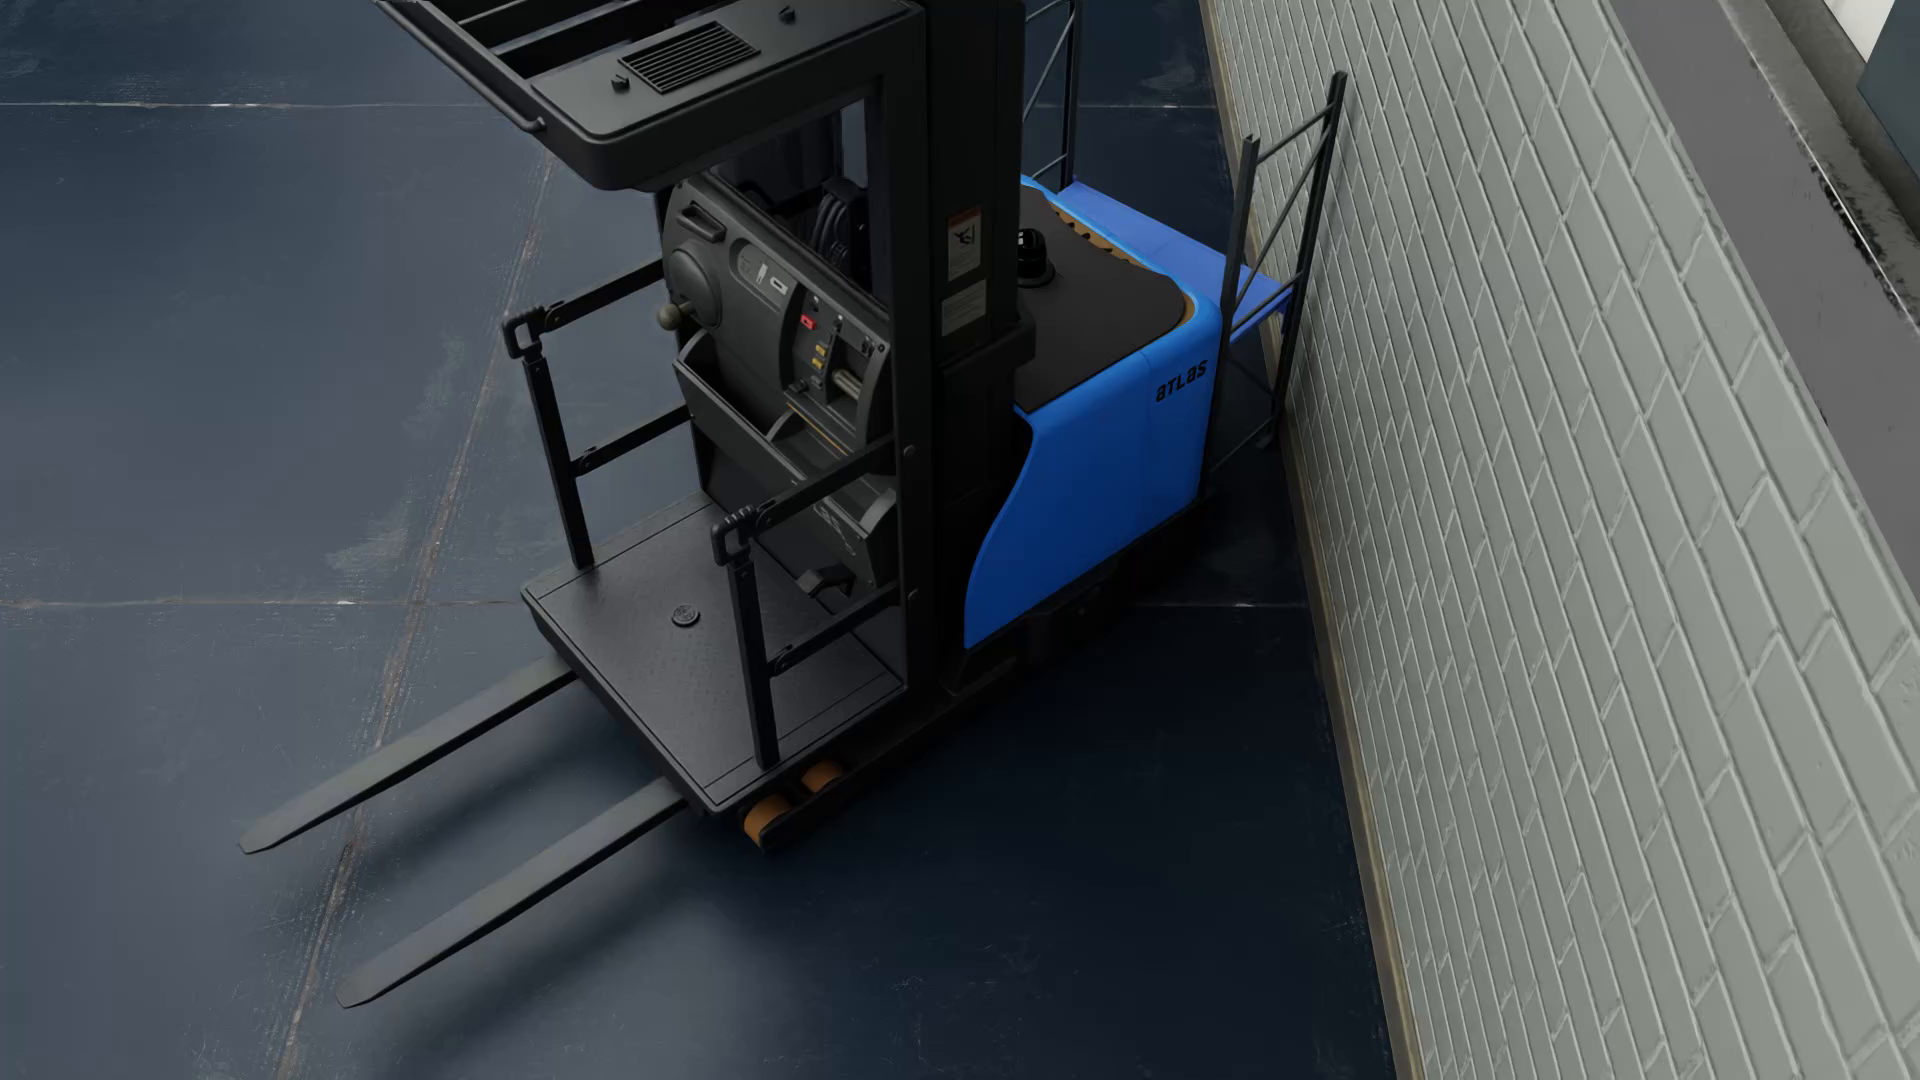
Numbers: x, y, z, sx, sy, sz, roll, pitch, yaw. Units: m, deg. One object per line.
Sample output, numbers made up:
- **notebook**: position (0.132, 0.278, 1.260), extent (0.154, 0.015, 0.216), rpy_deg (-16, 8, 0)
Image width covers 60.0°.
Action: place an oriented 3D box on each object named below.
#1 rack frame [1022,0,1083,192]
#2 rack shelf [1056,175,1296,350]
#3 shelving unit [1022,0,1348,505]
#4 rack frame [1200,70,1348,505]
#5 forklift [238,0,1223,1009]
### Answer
- **rack frame**: position (0.236, -1.265, 5.903), extent (0.032, 1.500, 0.500), rpy_deg (33, 55, 27)
- **rack shelf**: position (0.614, -0.893, 5.802), extent (1.000, 0.185, 0.538), rpy_deg (33, 55, 27)
- **shelving unit**: position (0.614, -1.016, 5.671), extent (1.048, 1.500, 0.538), rpy_deg (33, 55, 27)
- **rack frame**: position (0.992, -0.767, 5.439), extent (0.032, 1.500, 0.500), rpy_deg (33, 55, 27)
- **forklift**: position (-0.653, -0.529, 4.240), extent (3.031, 2.935, 1.130), rpy_deg (-32, 55, -26)
